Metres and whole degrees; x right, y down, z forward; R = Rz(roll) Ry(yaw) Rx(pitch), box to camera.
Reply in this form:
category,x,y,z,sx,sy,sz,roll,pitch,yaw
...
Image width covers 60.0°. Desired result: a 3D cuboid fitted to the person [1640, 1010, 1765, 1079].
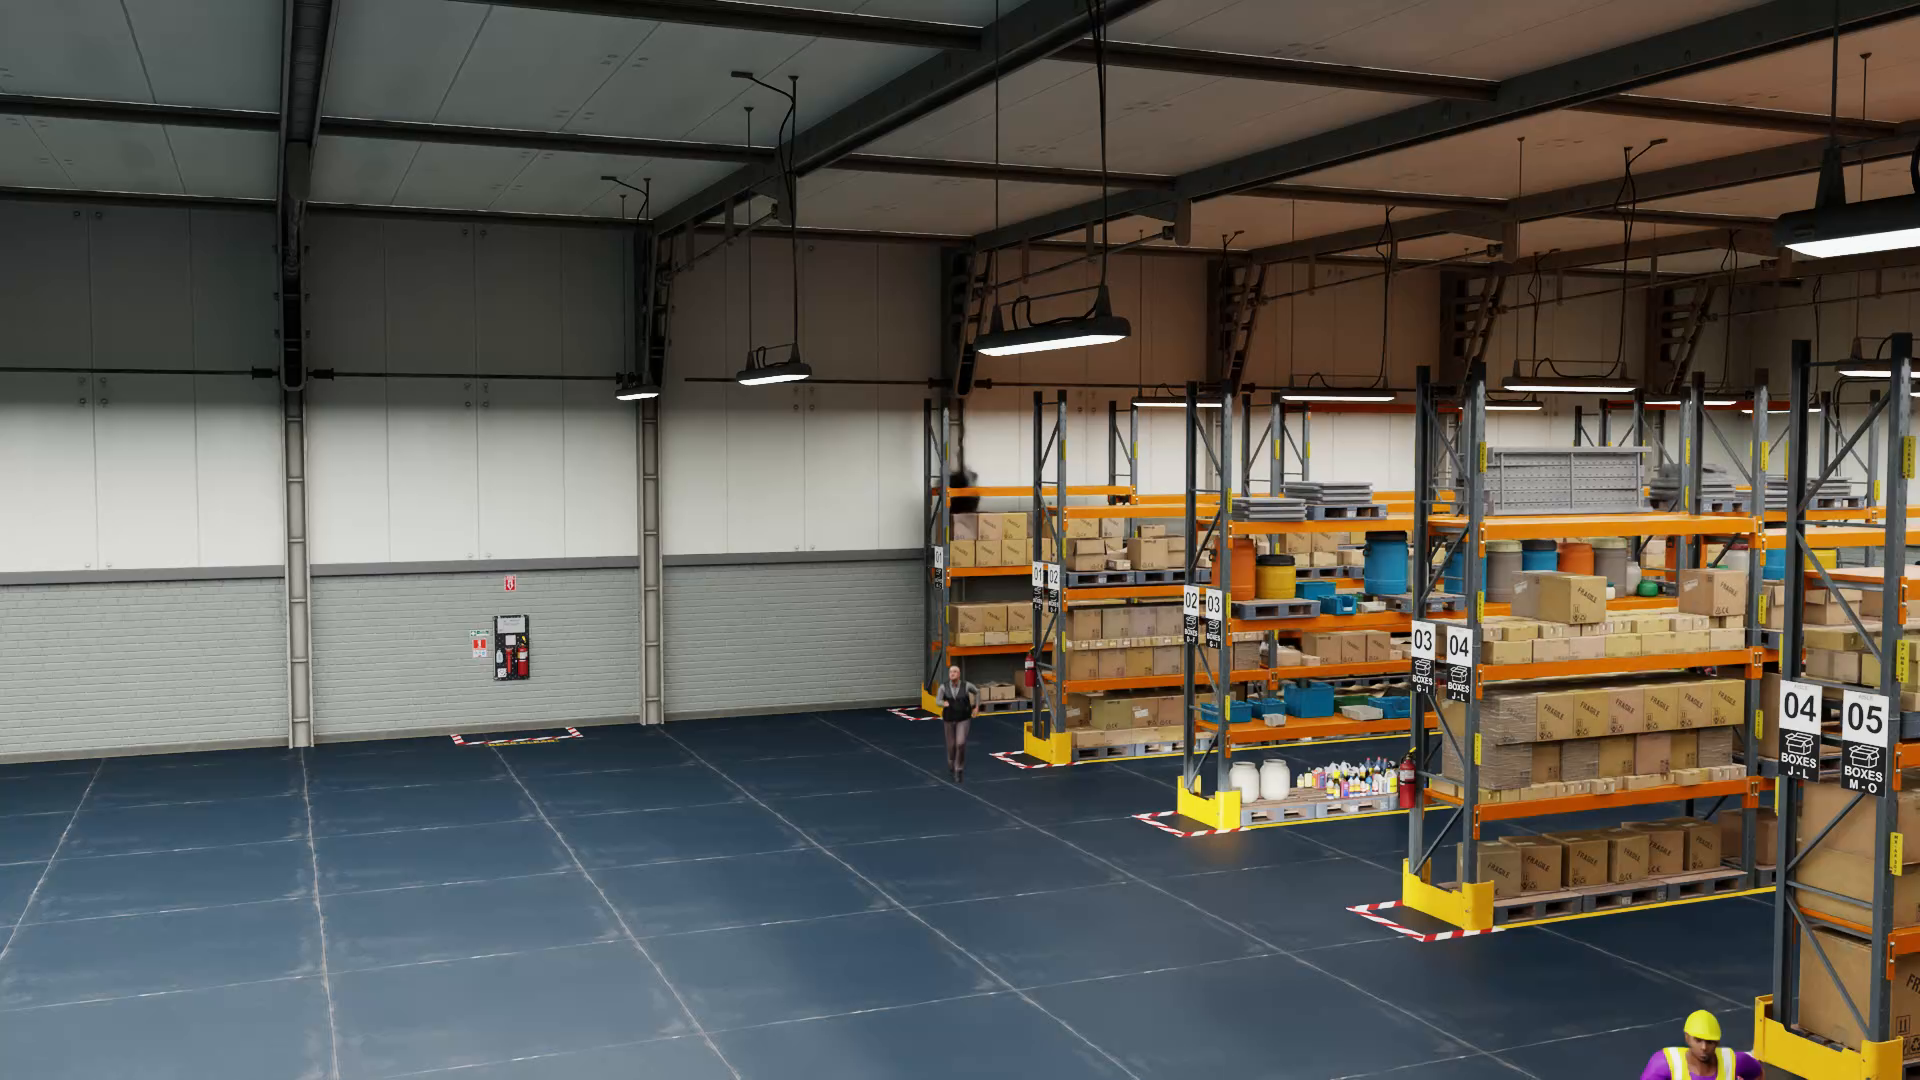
category,x,y,z,sx,sy,sz,roll,pitch,yaw
person,4.514,3.704,10.157,0.734,1.774,0.998,1,4,21

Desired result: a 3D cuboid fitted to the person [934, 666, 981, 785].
category,x,y,z,sx,sy,sz,roll,pitch,yaw
person,-0.041,2.799,25.432,0.664,1.773,0.897,1,3,11

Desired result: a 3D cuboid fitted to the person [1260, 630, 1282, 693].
category,x,y,z,sx,sy,sz,roll,pitch,yaw
person,5.785,2.486,31.145,0.919,1.695,0.583,-2,4,-32
